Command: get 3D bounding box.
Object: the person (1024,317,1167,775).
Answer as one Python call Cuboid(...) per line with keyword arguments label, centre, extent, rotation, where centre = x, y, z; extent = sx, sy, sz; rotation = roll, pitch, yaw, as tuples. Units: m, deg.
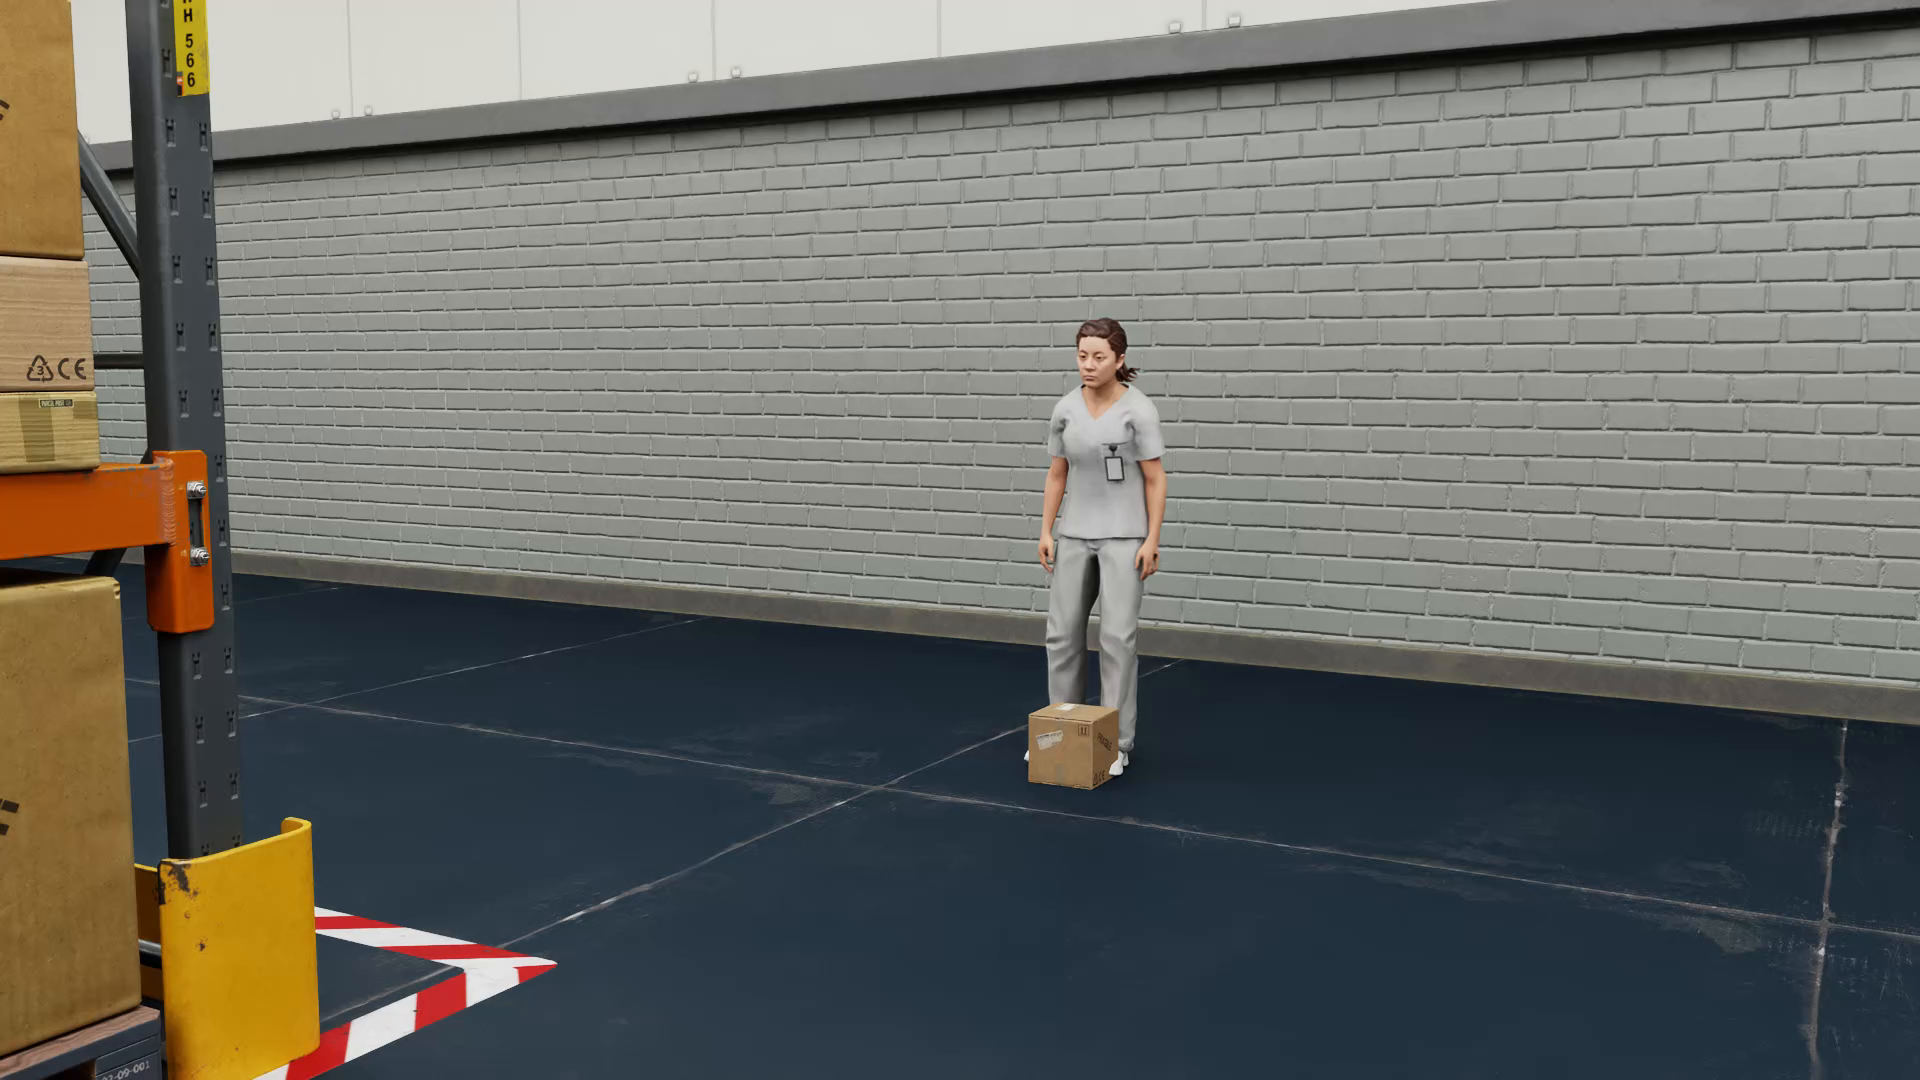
Cuboid(label="person", centre=(0.511, 0.017, 6.169), extent=(0.492, 1.673, 0.404), rotation=(3, 7, 28))
